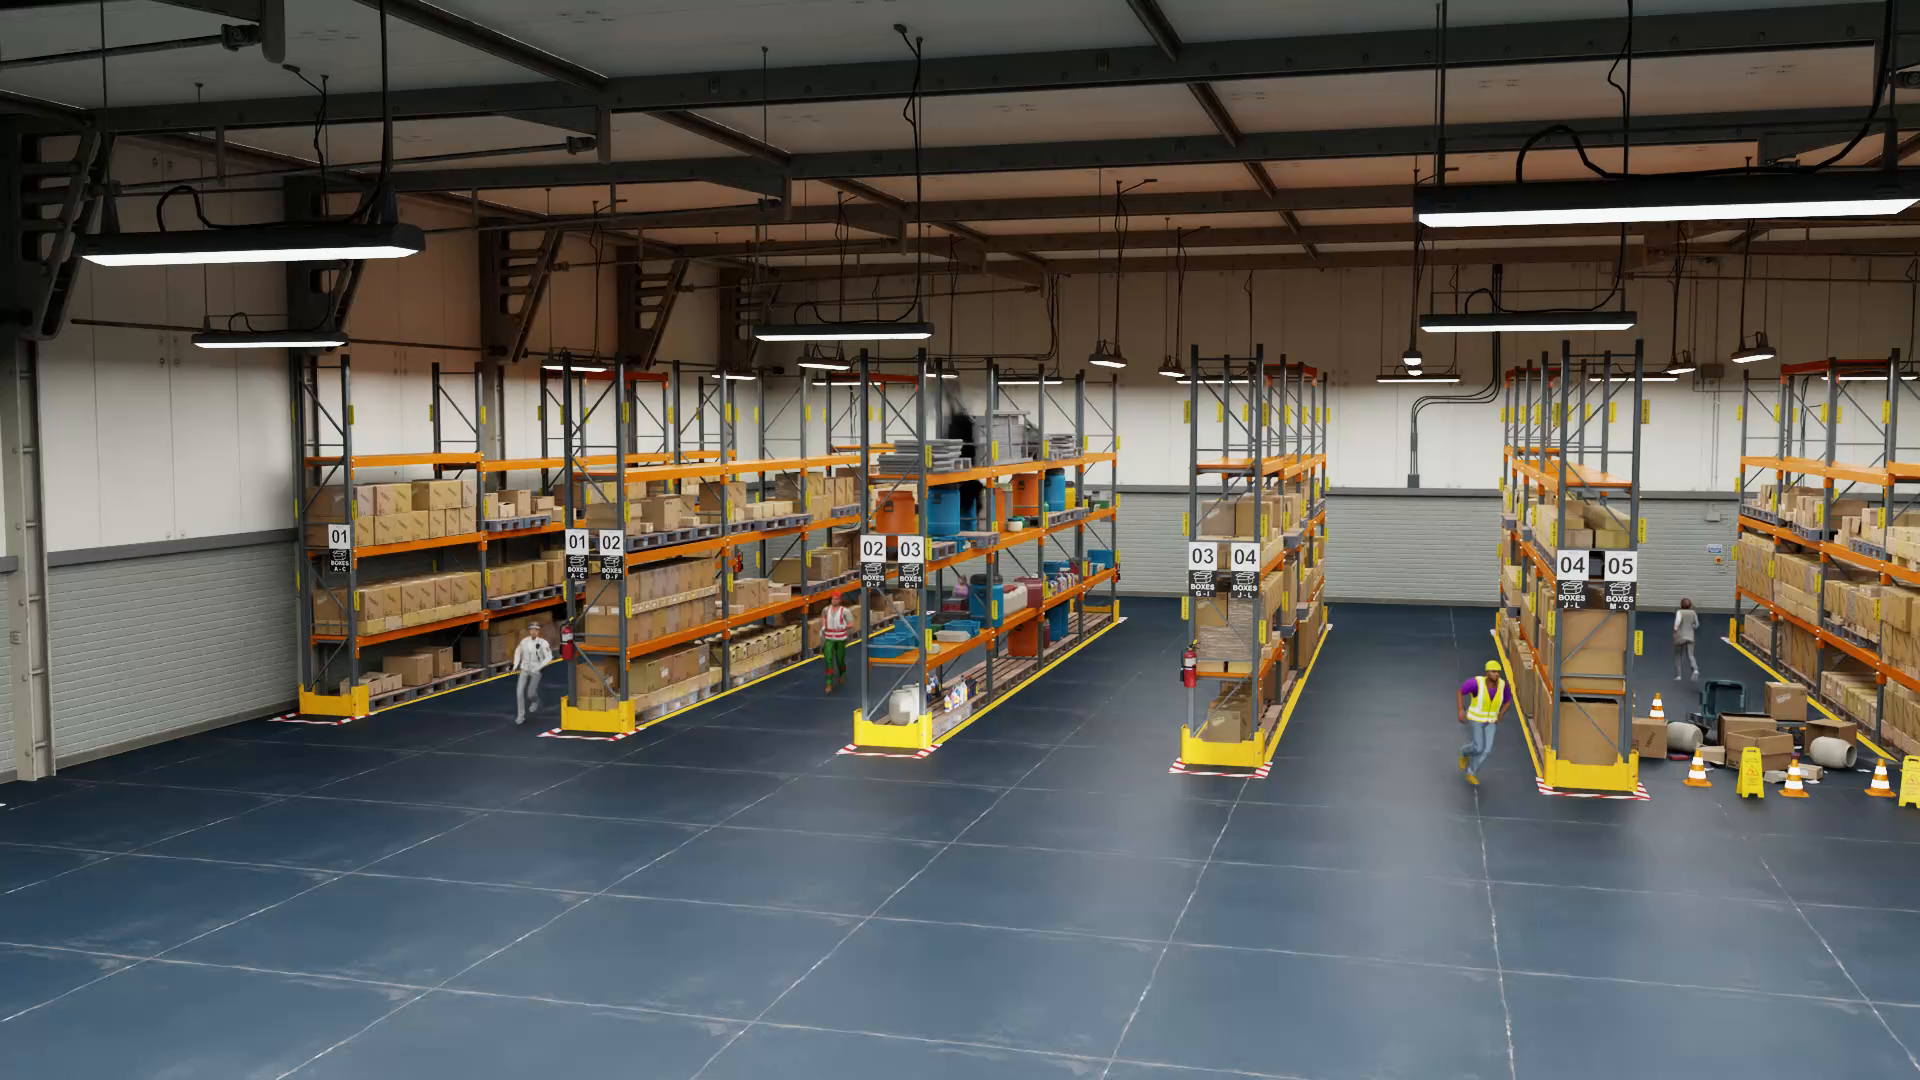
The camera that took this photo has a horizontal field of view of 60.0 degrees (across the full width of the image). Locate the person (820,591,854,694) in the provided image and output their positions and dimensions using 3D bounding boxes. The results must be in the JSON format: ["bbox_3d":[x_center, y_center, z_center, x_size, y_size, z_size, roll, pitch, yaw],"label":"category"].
[{"bbox_3d":[-2.254,1.824,30.236,0.652,1.805,0.983,1,4,7],"label":"person"}]

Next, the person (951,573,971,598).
[{"bbox_3d":[0.088,1.505,35.942,0.544,1.589,0.813,2,5,21],"label":"person"}]

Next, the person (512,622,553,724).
[{"bbox_3d":[-7.001,2.151,27.267,0.662,1.663,0.734,0,4,5],"label":"person"}]

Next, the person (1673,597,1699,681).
[{"bbox_3d":[13.506,1.871,30.942,0.537,1.572,0.881,0,4,1],"label":"person"}]

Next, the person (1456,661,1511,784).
[{"bbox_3d":[7.147,2.468,22.712,0.692,1.701,0.692,-1,4,-10],"label":"person"}]
